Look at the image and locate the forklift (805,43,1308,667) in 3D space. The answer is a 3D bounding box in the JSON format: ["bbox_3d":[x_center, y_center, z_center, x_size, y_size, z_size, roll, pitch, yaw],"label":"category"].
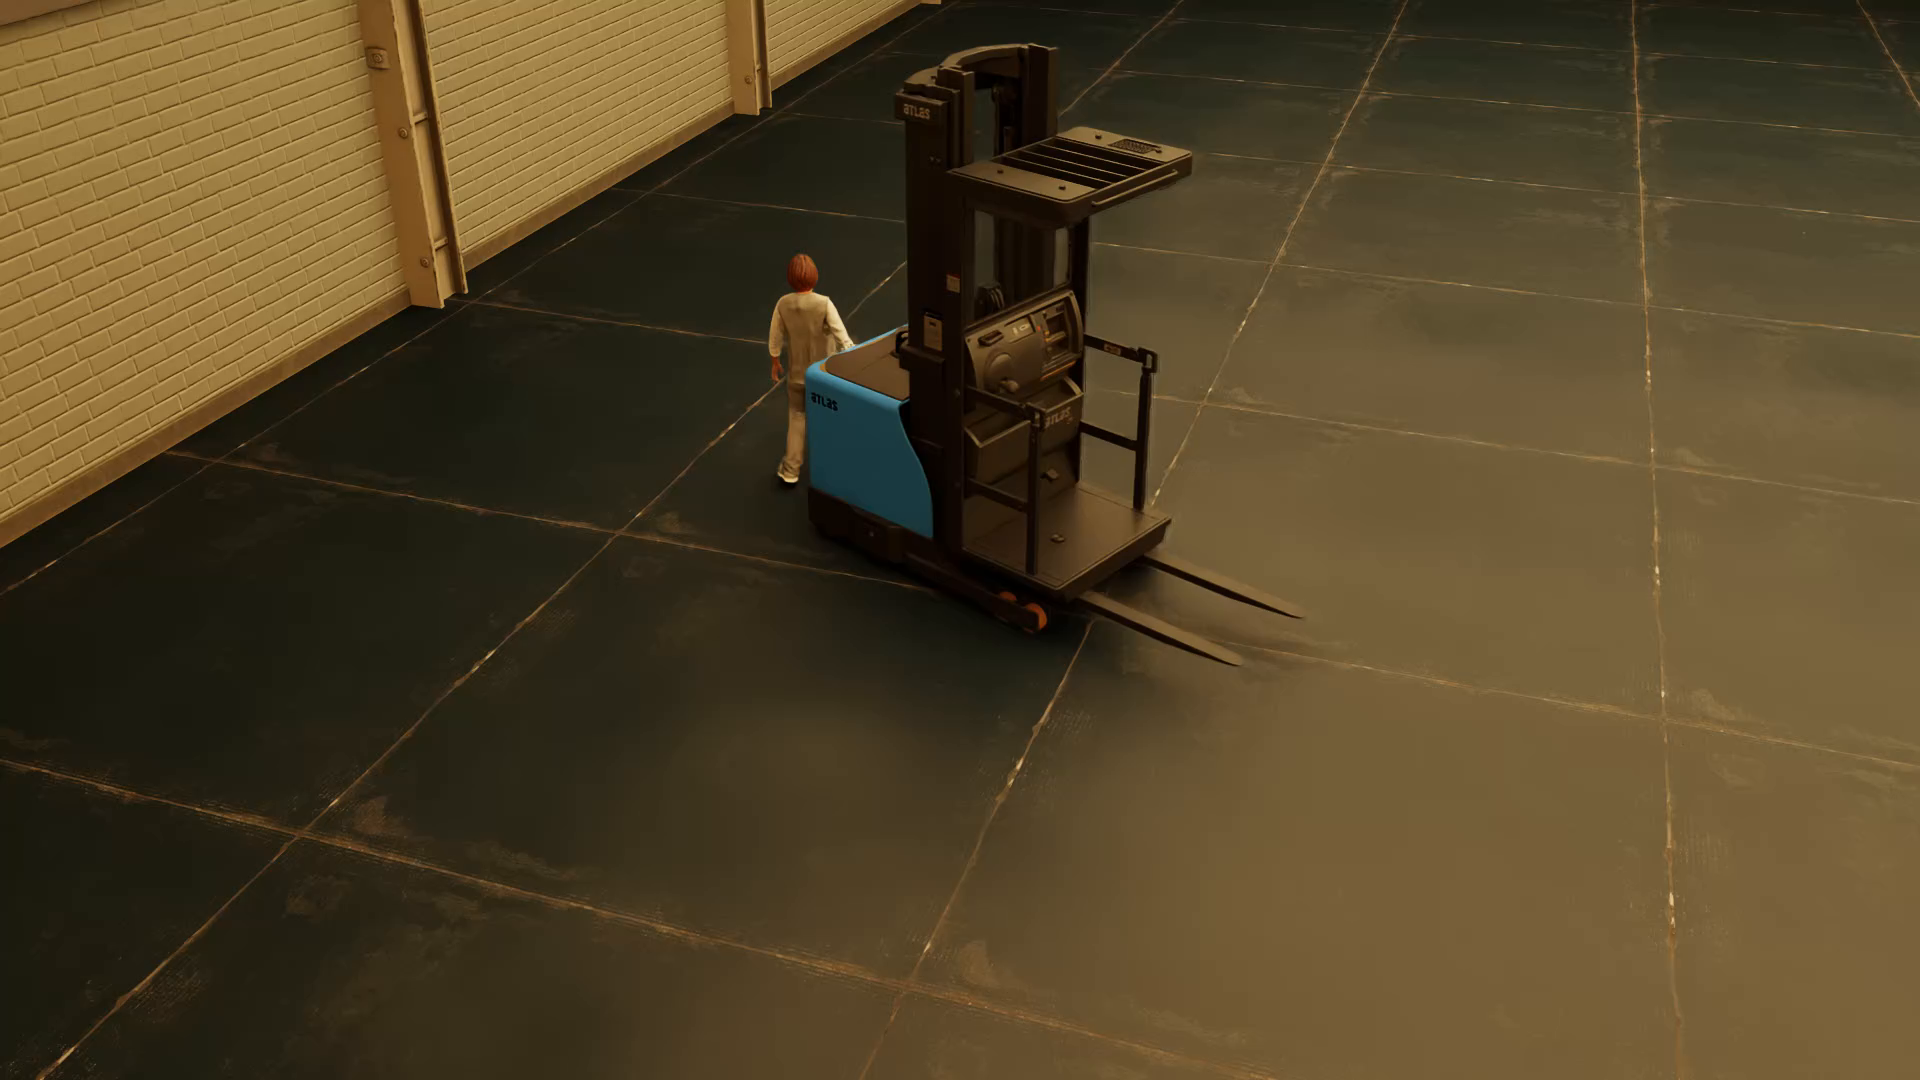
[{"bbox_3d":[0.516,-1.050,8.978,3.031,2.935,1.130,23,37,35],"label":"forklift"}]

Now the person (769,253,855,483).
[{"bbox_3d":[-0.885,-1.023,10.408,0.715,1.569,0.359,13,32,21],"label":"person"}]
